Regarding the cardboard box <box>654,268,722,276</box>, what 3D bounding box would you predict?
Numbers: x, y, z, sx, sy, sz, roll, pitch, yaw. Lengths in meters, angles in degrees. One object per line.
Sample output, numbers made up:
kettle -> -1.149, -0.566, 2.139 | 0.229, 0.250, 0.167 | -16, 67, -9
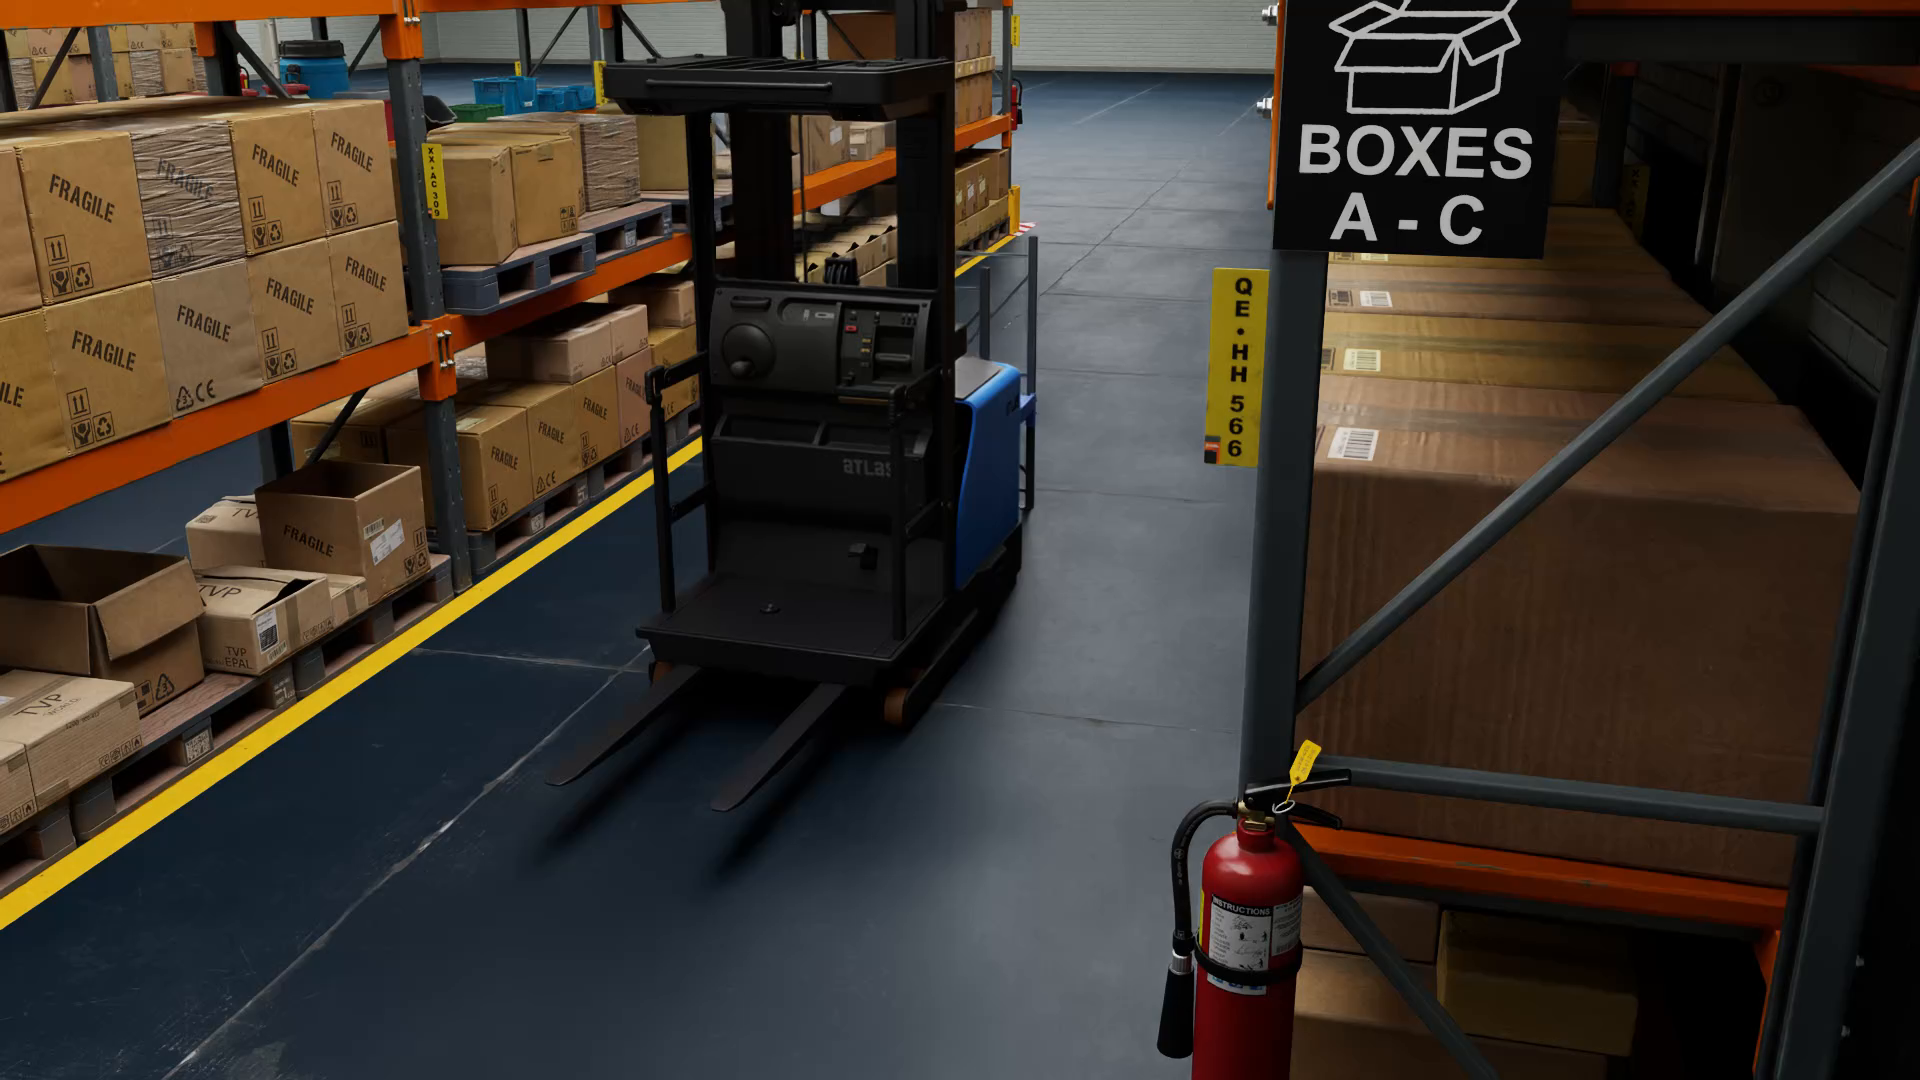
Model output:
cardboard box -> -1.984, -1.814, 12.095 | 0.500, 0.311, 0.500 | 5, 20, 15

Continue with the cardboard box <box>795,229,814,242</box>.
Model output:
cardboard box -> -1.491, -2.456, 13.973 | 0.500, 0.311, 0.500 | 4, 19, 12

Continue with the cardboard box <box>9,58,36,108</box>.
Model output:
cardboard box -> -10.331, -4.829, 17.570 | 0.875, 0.500, 0.500 | 5, 19, 13

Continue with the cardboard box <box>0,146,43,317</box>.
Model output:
cardboard box -> -3.216, -0.920, 5.038 | 0.500, 0.500, 0.500 | 5, 19, 14

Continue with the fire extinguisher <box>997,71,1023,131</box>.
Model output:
fire extinguisher -> 0.561, -4.939, 18.626 | 0.296, 0.674, 0.183 | 5, 19, 13

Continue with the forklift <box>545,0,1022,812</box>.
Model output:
forklift -> -0.628, -0.793, 6.474 | 1.130, 2.935, 3.031 | 6, 20, 16

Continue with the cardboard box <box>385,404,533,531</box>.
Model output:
cardboard box -> -2.496, -0.372, 8.322 | 0.500, 0.500, 0.500 | 4, 19, 11

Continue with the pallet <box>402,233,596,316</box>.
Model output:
pallet -> -2.549, -1.365, 8.340 | 1.003, 0.211, 1.213 | 5, 19, 13

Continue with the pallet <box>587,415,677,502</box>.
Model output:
pallet -> -2.392, -0.536, 9.930 | 1.003, 0.211, 1.213 | 5, 19, 13

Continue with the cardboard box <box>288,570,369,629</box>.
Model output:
cardboard box -> -2.748, 0.250, 7.044 | 0.380, 0.149, 0.250 | 5, 19, 13

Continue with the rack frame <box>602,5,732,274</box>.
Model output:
rack frame -> -1.873, -2.468, 11.272 | 1.000, 3.000, 0.127 | 5, 19, 13

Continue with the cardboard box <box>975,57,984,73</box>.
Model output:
cardboard box -> 0.048, -5.032, 17.622 | 0.380, 0.149, 0.250 | 4, 19, 13

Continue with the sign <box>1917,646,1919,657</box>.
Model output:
sign -> 1.514, 0.028, 2.502 | 0.100, 0.325, 0.005 | 5, 19, 13

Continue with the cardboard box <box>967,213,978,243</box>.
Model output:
cardboard box -> -0.118, -3.210, 17.050 | 0.500, 0.250, 0.500 | 5, 19, 13

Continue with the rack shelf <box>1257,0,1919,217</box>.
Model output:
rack shelf -> 1.466, -1.276, 4.255 | 1.077, 0.370, 4.000 | 5, 19, 13

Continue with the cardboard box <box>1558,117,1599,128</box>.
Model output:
cardboard box -> 2.441, -1.664, 7.114 | 0.500, 0.250, 0.500 | 5, 19, 14

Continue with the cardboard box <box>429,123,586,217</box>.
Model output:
cardboard box -> -2.478, -2.019, 9.153 | 0.700, 0.500, 0.500 | 0, 19, -1

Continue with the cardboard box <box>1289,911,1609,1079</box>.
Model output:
cardboard box -> 1.051, 1.187, 3.790 | 0.700, 0.500, 0.500 | 5, 19, 13

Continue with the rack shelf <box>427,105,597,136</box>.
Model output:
rack shelf -> -5.209, -4.400, 18.042 | 1.077, 0.370, 4.000 | 5, 19, 13

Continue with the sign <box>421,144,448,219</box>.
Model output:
sign -> -2.322, -1.583, 7.343 | 0.100, 0.325, 0.005 | 5, 19, 13

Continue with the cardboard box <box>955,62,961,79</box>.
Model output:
cardboard box -> -0.204, -4.708, 16.673 | 0.380, 0.149, 0.250 | 4, 19, 13

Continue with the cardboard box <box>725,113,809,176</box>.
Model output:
cardboard box -> -1.479, -3.042, 12.799 | 0.500, 0.500, 0.500 | 4, 19, 10

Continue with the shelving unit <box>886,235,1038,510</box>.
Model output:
shelving unit -> 0.030, -0.743, 8.542 | 0.538, 1.500, 1.048 | 5, 20, 14

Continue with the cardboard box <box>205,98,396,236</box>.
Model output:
cardboard box -> -2.723, -1.556, 6.899 | 0.500, 0.500, 0.500 | 5, 19, 14

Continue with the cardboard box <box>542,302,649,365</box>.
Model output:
cardboard box -> -2.129, -1.197, 9.578 | 0.500, 0.250, 0.500 | 4, 19, 12

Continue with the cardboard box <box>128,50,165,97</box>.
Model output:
cardboard box -> -9.854, -5.457, 19.409 | 0.875, 0.500, 0.500 | 5, 19, 13

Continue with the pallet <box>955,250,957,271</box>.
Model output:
pallet -> -0.661, -2.648, 16.113 | 1.003, 0.211, 1.213 | 5, 19, 13

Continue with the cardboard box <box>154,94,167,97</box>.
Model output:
cardboard box -> -9.643, -5.221, 19.722 | 0.380, 0.149, 0.250 | 5, 19, 13

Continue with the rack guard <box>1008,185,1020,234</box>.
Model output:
rack guard -> 0.088, -3.800, 19.039 | 1.175, 0.500, 0.348 | 5, 19, 13

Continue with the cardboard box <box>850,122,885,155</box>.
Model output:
cardboard box -> -0.973, -3.493, 14.505 | 0.500, 0.250, 0.500 | 6, 20, 17

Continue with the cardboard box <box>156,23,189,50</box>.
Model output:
cardboard box -> -9.535, -6.071, 19.659 | 0.500, 0.500, 0.500 | 5, 19, 13

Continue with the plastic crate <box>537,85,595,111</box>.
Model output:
plastic crate -> -4.553, -5.117, 19.257 | 0.499, 0.251, 0.616 | 5, 19, 13

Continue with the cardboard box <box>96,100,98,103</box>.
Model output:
cardboard box -> -9.803, -4.901, 18.784 | 0.380, 0.149, 0.250 | 5, 19, 13

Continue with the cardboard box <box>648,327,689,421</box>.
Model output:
cardboard box -> -2.000, -1.019, 10.217 | 0.500, 0.500, 0.500 | 4, 19, 11

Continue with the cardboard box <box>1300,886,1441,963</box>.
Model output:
cardboard box -> 0.906, 0.825, 3.845 | 0.380, 0.149, 0.250 | 4, 19, 13

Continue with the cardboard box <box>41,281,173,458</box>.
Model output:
cardboard box -> -3.093, -0.602, 5.653 | 0.500, 0.500, 0.500 | 5, 19, 14

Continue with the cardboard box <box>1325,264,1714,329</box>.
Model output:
cardboard box -> 1.454, -0.340, 4.578 | 0.980, 0.700, 0.700 | 4, 19, 11

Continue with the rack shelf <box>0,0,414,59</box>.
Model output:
rack shelf -> -3.339, -1.666, 5.397 | 1.077, 0.370, 4.000 | 5, 19, 13

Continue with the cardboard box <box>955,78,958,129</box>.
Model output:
cardboard box -> -0.420, -4.392, 16.750 | 0.700, 0.500, 0.500 | 5, 20, 15

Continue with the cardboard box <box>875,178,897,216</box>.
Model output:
cardboard box -> -0.479, -3.094, 15.551 | 0.500, 0.500, 0.500 | 5, 19, 13

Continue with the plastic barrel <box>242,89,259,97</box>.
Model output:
plastic barrel -> -6.323, -3.666, 14.568 | 0.433, 0.535, 0.433 | 0, 19, 0

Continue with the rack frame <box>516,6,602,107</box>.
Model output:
rack frame -> -4.721, -5.368, 19.761 | 1.000, 3.000, 0.127 | 5, 19, 13

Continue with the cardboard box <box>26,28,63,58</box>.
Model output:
cardboard box -> -10.024, -5.444, 17.824 | 0.500, 0.500, 0.500 | 5, 19, 13

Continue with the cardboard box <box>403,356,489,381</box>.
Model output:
cardboard box -> -2.756, -0.728, 9.365 | 0.500, 0.500, 0.500 | 5, 19, 14

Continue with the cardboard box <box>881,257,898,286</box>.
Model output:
cardboard box -> -0.841, -2.308, 14.407 | 0.500, 0.250, 0.500 | 4, 19, 13

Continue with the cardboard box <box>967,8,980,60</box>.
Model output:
cardboard box -> -0.181, -5.309, 17.429 | 0.700, 0.500, 0.500 | 4, 19, 12

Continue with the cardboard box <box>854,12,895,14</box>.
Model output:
cardboard box -> -0.671, -4.681, 15.589 | 0.700, 0.500, 0.500 | 5, 19, 13

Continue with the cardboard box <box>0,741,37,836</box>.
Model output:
cardboard box -> -3.297, 0.828, 5.196 | 0.500, 0.250, 0.500 | 5, 19, 13

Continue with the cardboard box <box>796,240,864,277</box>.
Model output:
cardboard box -> -1.088, -2.258, 13.394 | 0.500, 0.311, 0.500 | 4, 19, 13

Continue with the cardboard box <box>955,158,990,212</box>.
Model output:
cardboard box -> 0.009, -3.721, 17.386 | 0.500, 0.500, 0.500 | 5, 19, 13
